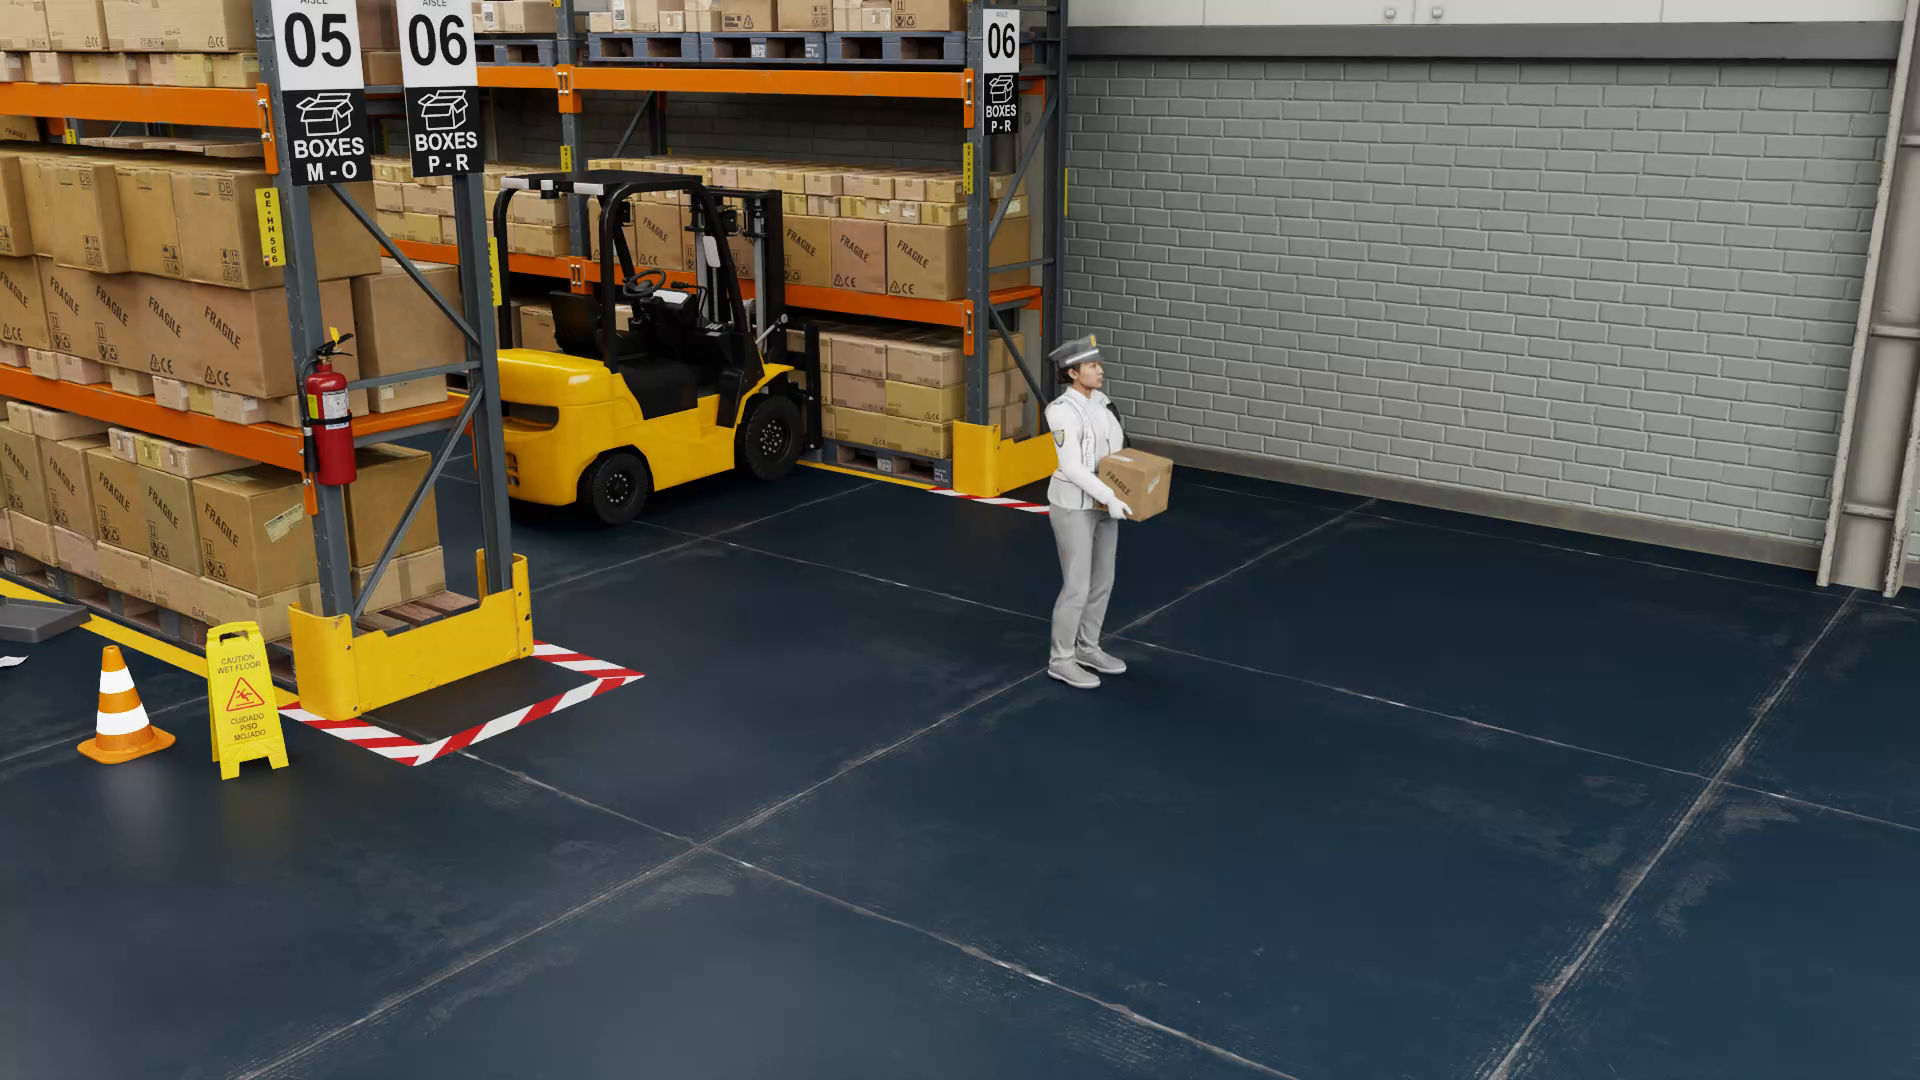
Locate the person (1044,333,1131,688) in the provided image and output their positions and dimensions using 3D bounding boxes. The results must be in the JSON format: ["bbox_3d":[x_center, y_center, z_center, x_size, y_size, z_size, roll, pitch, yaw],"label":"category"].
[{"bbox_3d":[0.619,-0.149,7.988,0.459,1.688,0.463,12,20,35],"label":"person"}]
